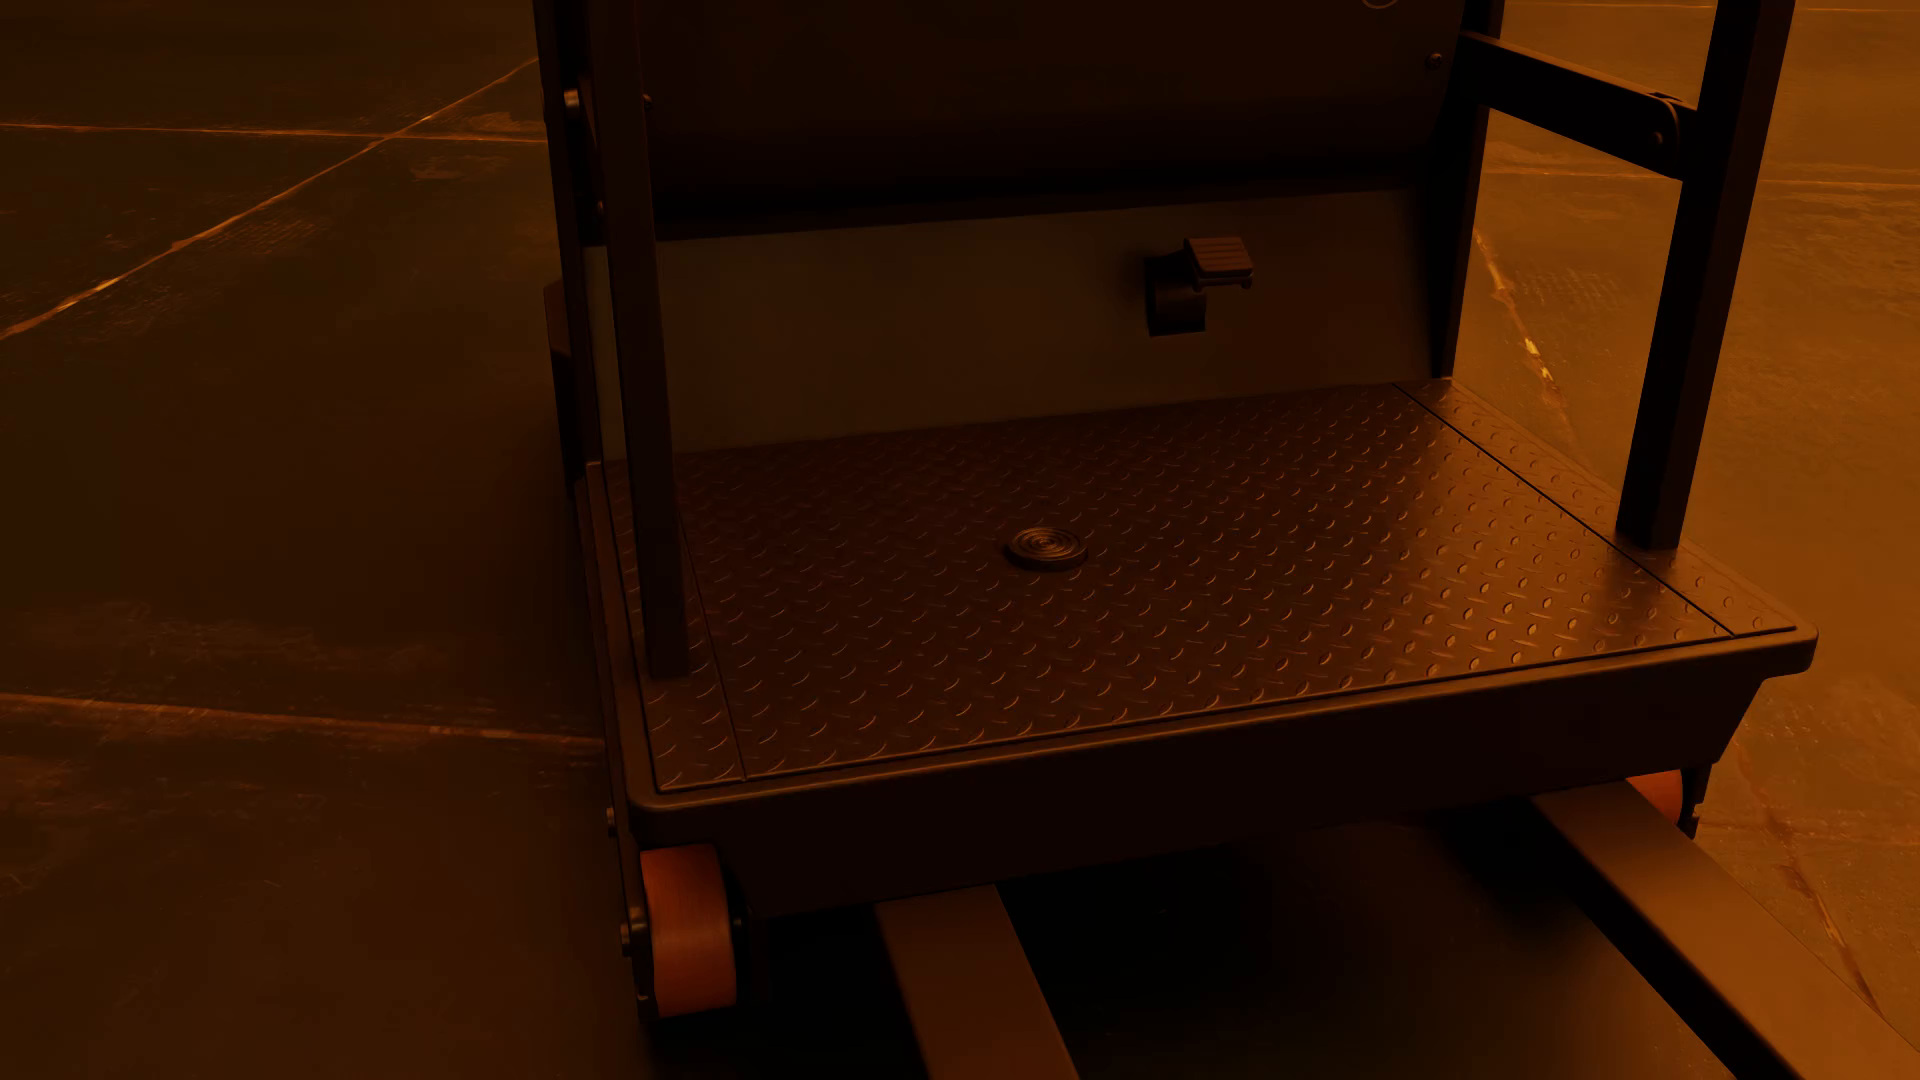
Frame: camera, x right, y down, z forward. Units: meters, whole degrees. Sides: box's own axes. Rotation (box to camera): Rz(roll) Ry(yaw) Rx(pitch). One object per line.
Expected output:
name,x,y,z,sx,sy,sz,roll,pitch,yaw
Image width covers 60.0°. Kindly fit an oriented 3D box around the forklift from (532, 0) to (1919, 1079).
forklift,0.153,-1.049,1.319,1.130,2.935,3.031,-7,27,-13
